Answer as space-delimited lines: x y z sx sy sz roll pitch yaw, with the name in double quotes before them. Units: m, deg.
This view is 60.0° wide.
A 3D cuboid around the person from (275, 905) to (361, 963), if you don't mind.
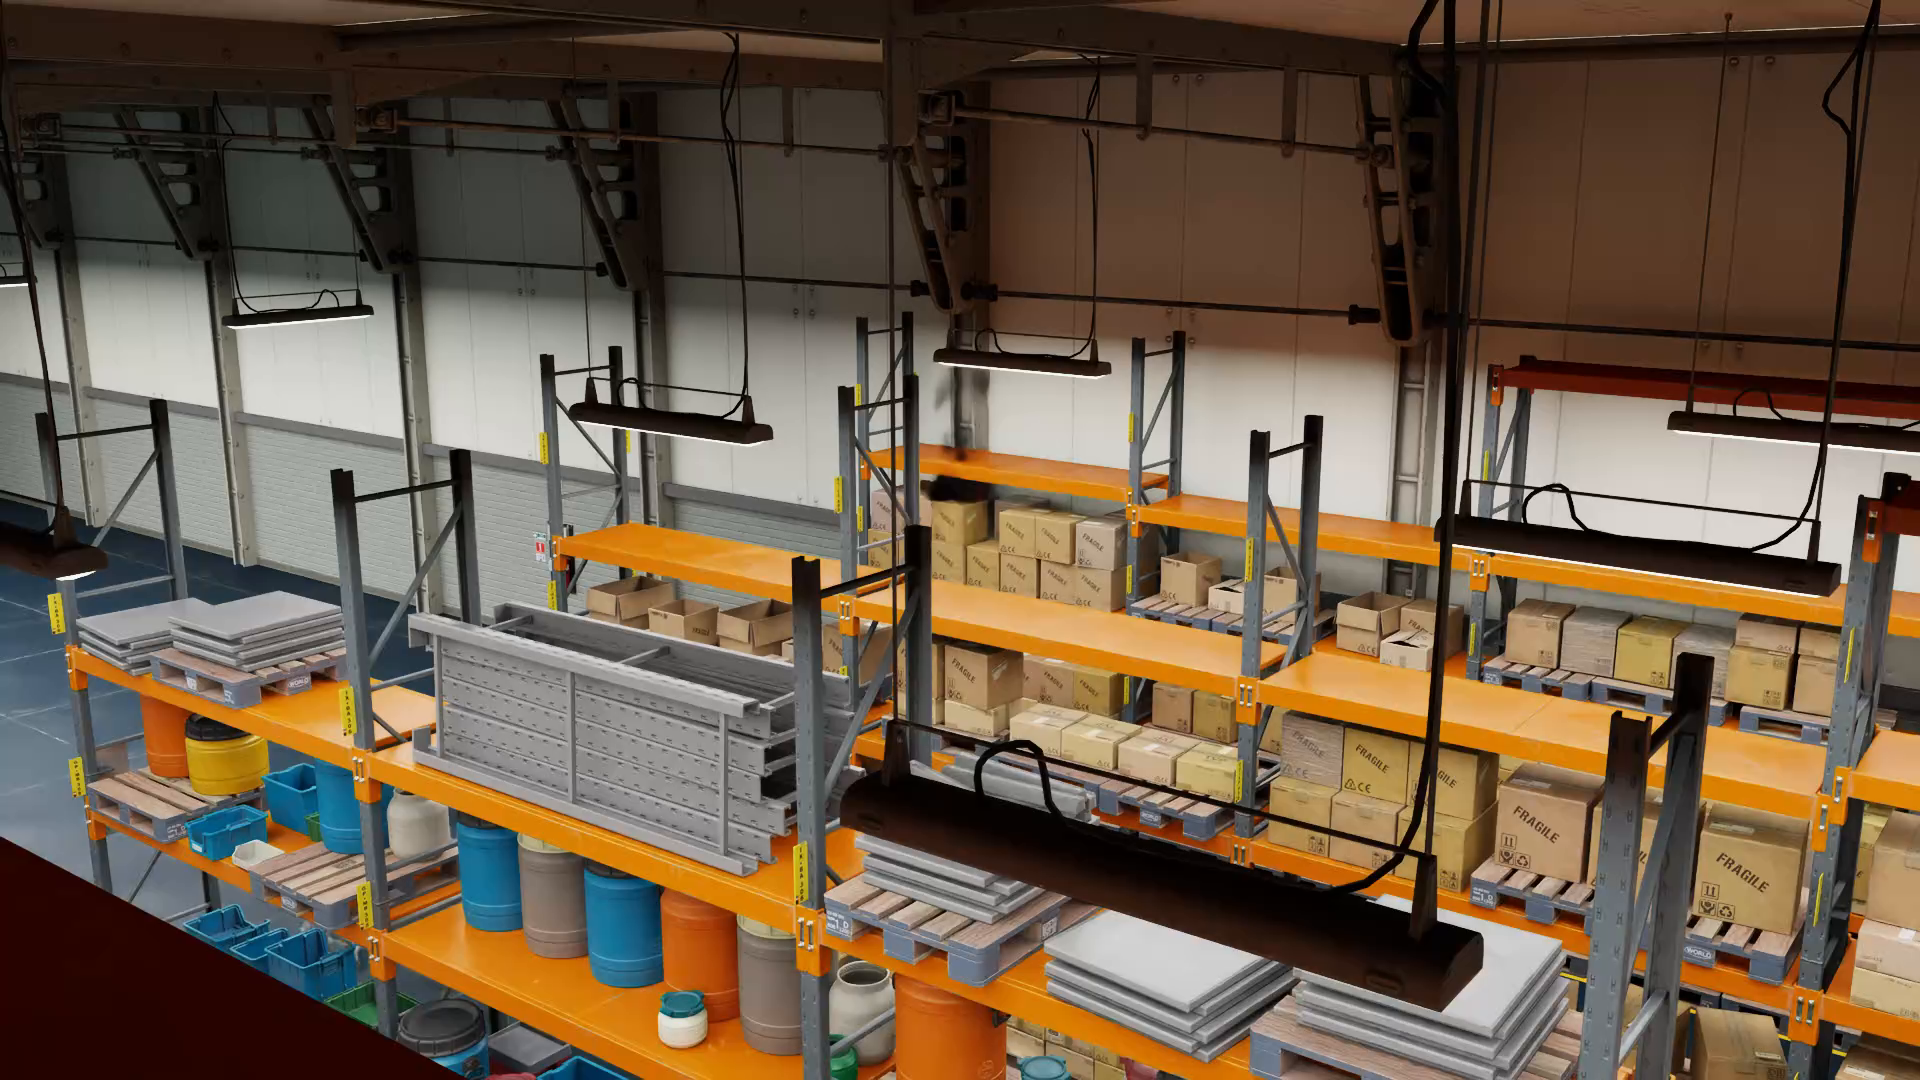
"person" -6.208 3.608 16.042 0.735 1.686 0.689 -3 13 -14
